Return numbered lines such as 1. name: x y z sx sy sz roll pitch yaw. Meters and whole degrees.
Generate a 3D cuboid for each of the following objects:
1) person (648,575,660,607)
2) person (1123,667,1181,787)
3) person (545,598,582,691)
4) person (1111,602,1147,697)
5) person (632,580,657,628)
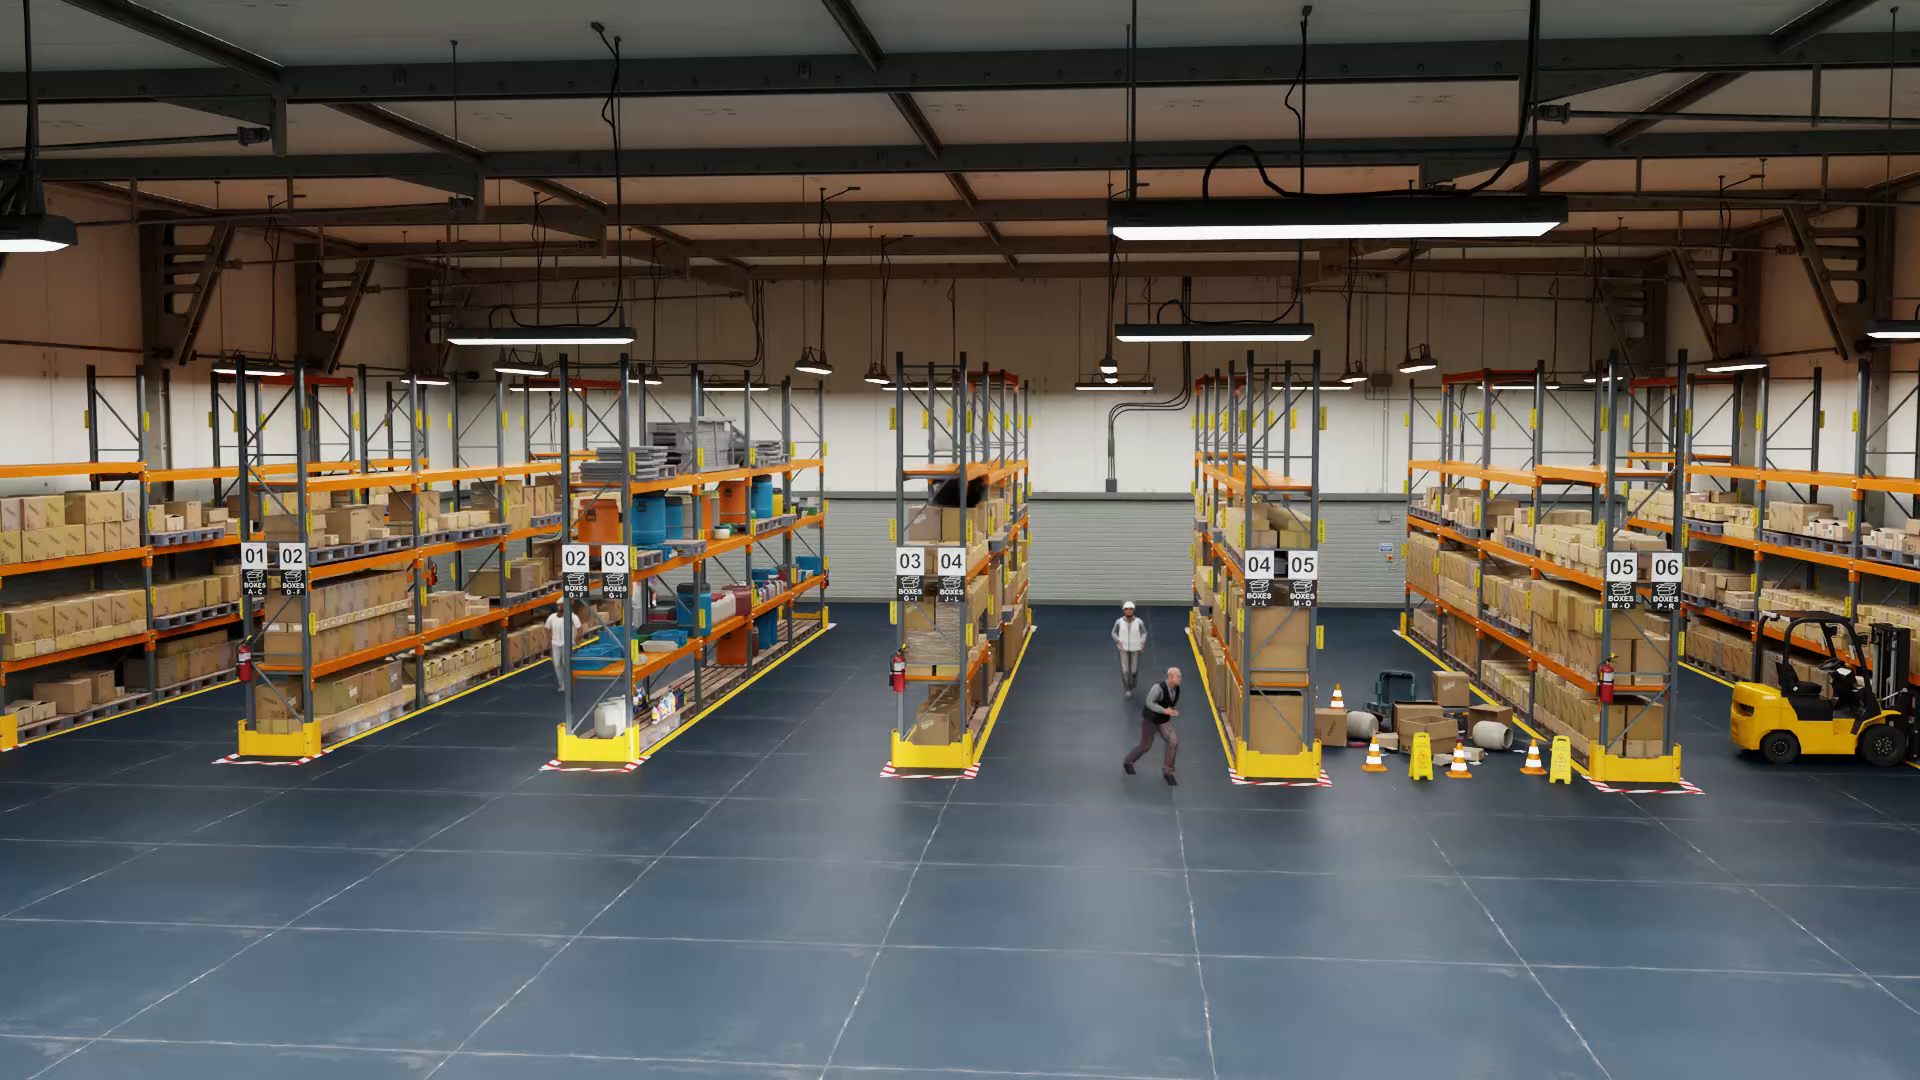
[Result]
1. person: -7.932 1.250 42.266 0.566 1.566 0.590 -3 5 -40
2. person: 2.688 2.568 23.147 0.990 1.682 0.701 4 6 45
3. person: -7.424 1.942 31.081 0.702 1.726 0.598 0 4 0
4. person: 3.090 1.991 30.382 0.661 1.730 0.585 0 4 5
5. person: -6.963 1.530 36.282 0.684 1.795 0.865 -1 4 -9
